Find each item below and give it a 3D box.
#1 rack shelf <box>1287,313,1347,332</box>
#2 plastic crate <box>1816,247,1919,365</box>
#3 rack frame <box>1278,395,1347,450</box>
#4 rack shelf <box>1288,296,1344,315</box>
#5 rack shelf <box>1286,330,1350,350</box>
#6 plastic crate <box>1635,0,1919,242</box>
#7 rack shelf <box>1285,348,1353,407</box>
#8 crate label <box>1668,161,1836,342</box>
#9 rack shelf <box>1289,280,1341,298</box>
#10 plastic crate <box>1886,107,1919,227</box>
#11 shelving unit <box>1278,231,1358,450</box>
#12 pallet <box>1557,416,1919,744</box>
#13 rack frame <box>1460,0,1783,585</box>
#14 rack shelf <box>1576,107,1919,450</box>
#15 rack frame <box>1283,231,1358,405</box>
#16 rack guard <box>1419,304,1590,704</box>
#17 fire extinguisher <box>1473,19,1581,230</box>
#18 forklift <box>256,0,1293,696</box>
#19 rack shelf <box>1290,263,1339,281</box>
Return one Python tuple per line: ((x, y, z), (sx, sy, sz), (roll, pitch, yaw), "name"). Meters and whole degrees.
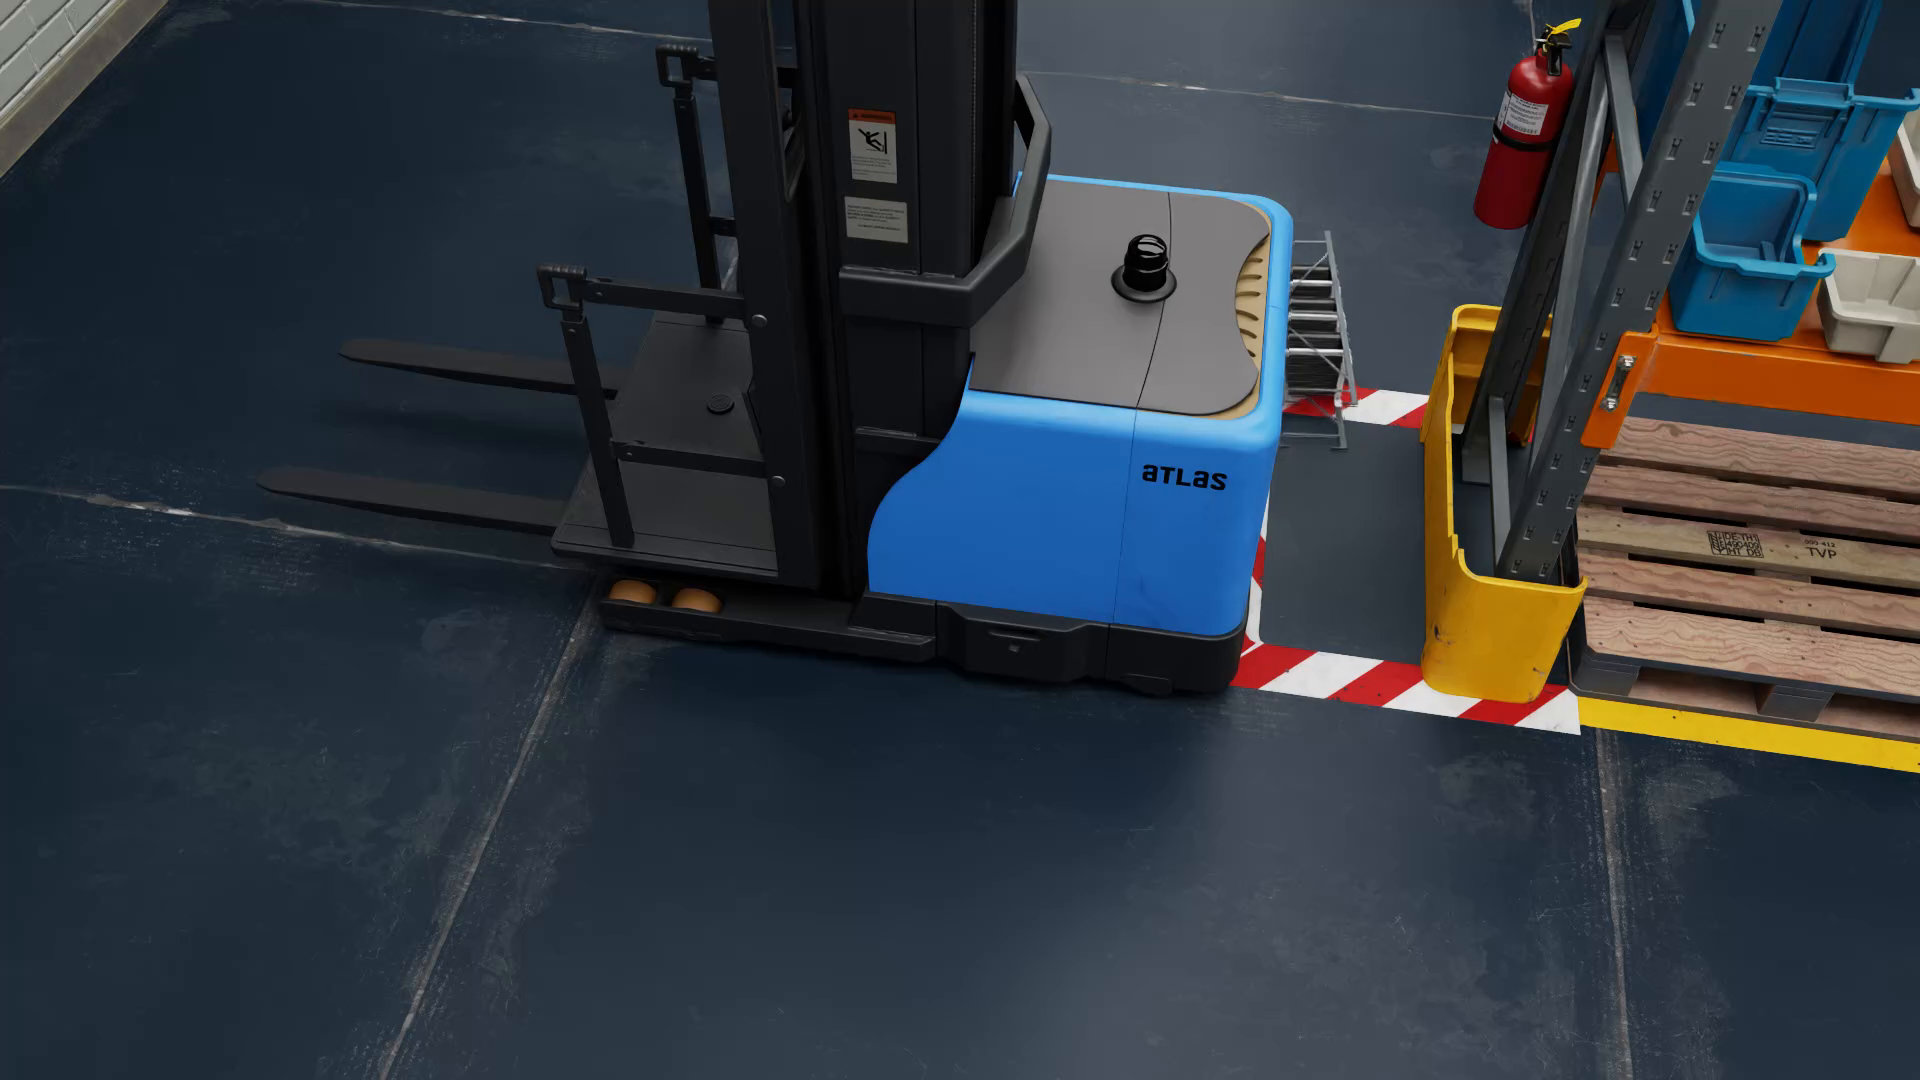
((1.184, -0.683, 5.719), (0.258, 0.200, 0.077), (2, 48, 2), "rack shelf")
((2.132, -0.531, 3.847), (0.298, 0.136, 0.250), (8, 49, 7), "plastic crate")
((1.185, -0.640, 5.817), (0.240, 0.006, 0.900), (2, 48, 2), "rack frame")
((1.188, -0.750, 5.779), (0.258, 0.200, 0.077), (2, 48, 2), "rack shelf")
((1.179, -0.616, 5.659), (0.258, 0.200, 0.077), (2, 48, 2), "rack shelf")
((2.010, -1.100, 4.158), (0.499, 0.435, 0.616), (8, 49, 7), "plastic crate")
((1.175, -0.549, 5.599), (0.258, 0.200, 0.077), (2, 48, 2), "rack shelf")
((1.831, -0.666, 3.904), (0.303, 0.233, 0.416), (8, 49, 7), "crate label")
((1.192, -0.817, 5.839), (0.258, 0.200, 0.077), (2, 48, 2), "rack shelf")
((2.482, -0.932, 4.208), (0.243, 0.136, 0.396), (8, 49, 7), "plastic crate")
((1.185, -0.708, 5.741), (0.258, 0.210, 0.900), (2, 48, 2), "shelving unit")
((2.452, 0.094, 5.024), (1.213, 0.211, 1.003), (8, 49, 7), "pallet")
((1.647, -0.976, 4.110), (0.127, 3.000, 1.000), (8, 49, 7), "rack frame")
((3.615, -0.471, 4.140), (4.000, 0.370, 1.077), (8, 49, 7), "rack shelf")
((1.185, -0.776, 5.665), (0.240, 0.006, 0.900), (2, 48, 2), "rack frame")
((1.621, -0.134, 5.034), (0.348, 0.500, 1.175), (8, 49, 7), "rack guard")
((1.579, -1.178, 4.594), (0.183, 0.674, 0.296), (8, 49, 7), "fire extinguisher")
((-0.617, -1.059, 4.231), (3.031, 2.935, 1.130), (7, 48, 6), "forklift")
((1.196, -0.883, 5.899), (0.258, 0.200, 0.077), (2, 48, 2), "rack shelf")
